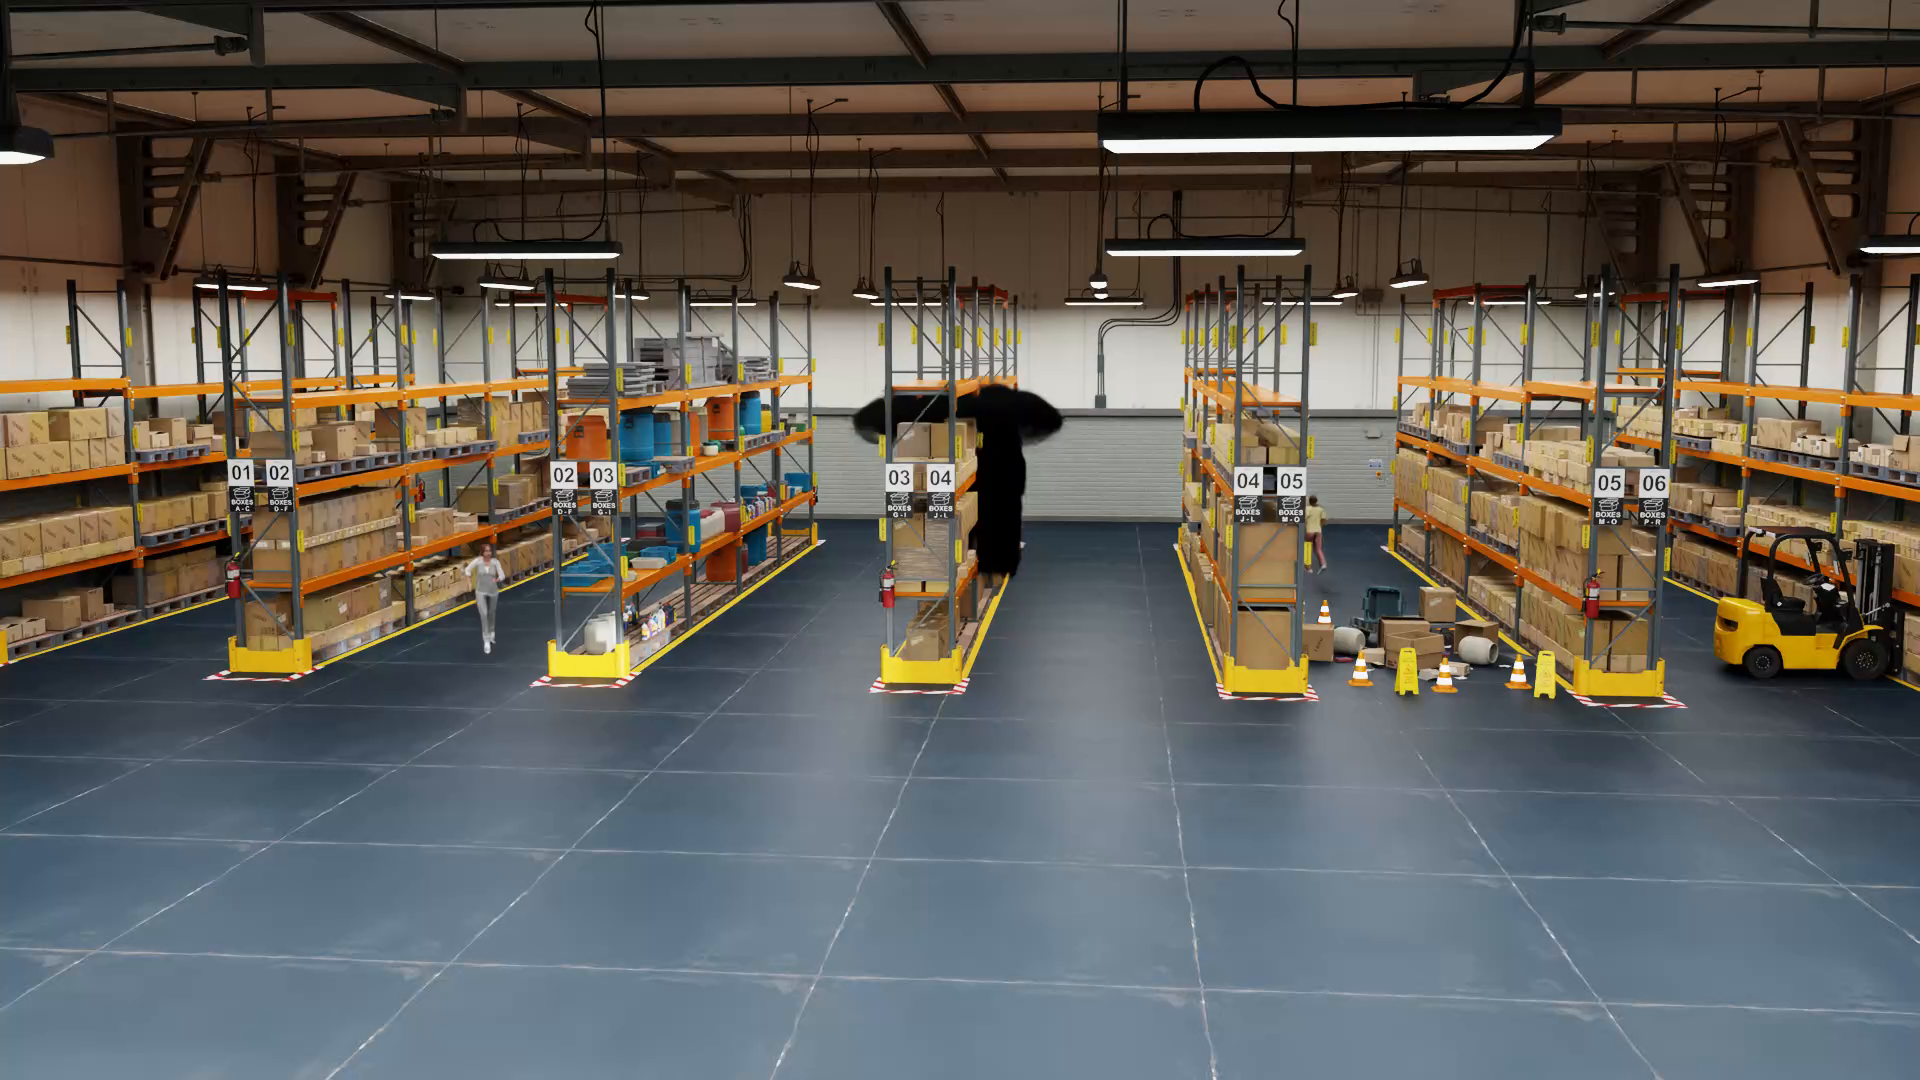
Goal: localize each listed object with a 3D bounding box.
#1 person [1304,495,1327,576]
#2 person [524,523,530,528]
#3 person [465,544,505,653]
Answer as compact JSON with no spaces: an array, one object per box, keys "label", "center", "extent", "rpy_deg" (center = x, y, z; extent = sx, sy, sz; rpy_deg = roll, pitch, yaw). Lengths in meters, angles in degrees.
[{"label":"person","center":[7.273,-0.097,34.007],"extent":[0.572,1.633,0.877],"rpy_deg":[-1,7,-11]},{"label":"person","center":[-11.490,-1.067,43.327],"extent":[1.089,1.613,0.727],"rpy_deg":[5,8,34]},{"label":"person","center":[-7.281,0.858,25.542],"extent":[0.570,1.630,0.825],"rpy_deg":[-3,7,-21]}]
